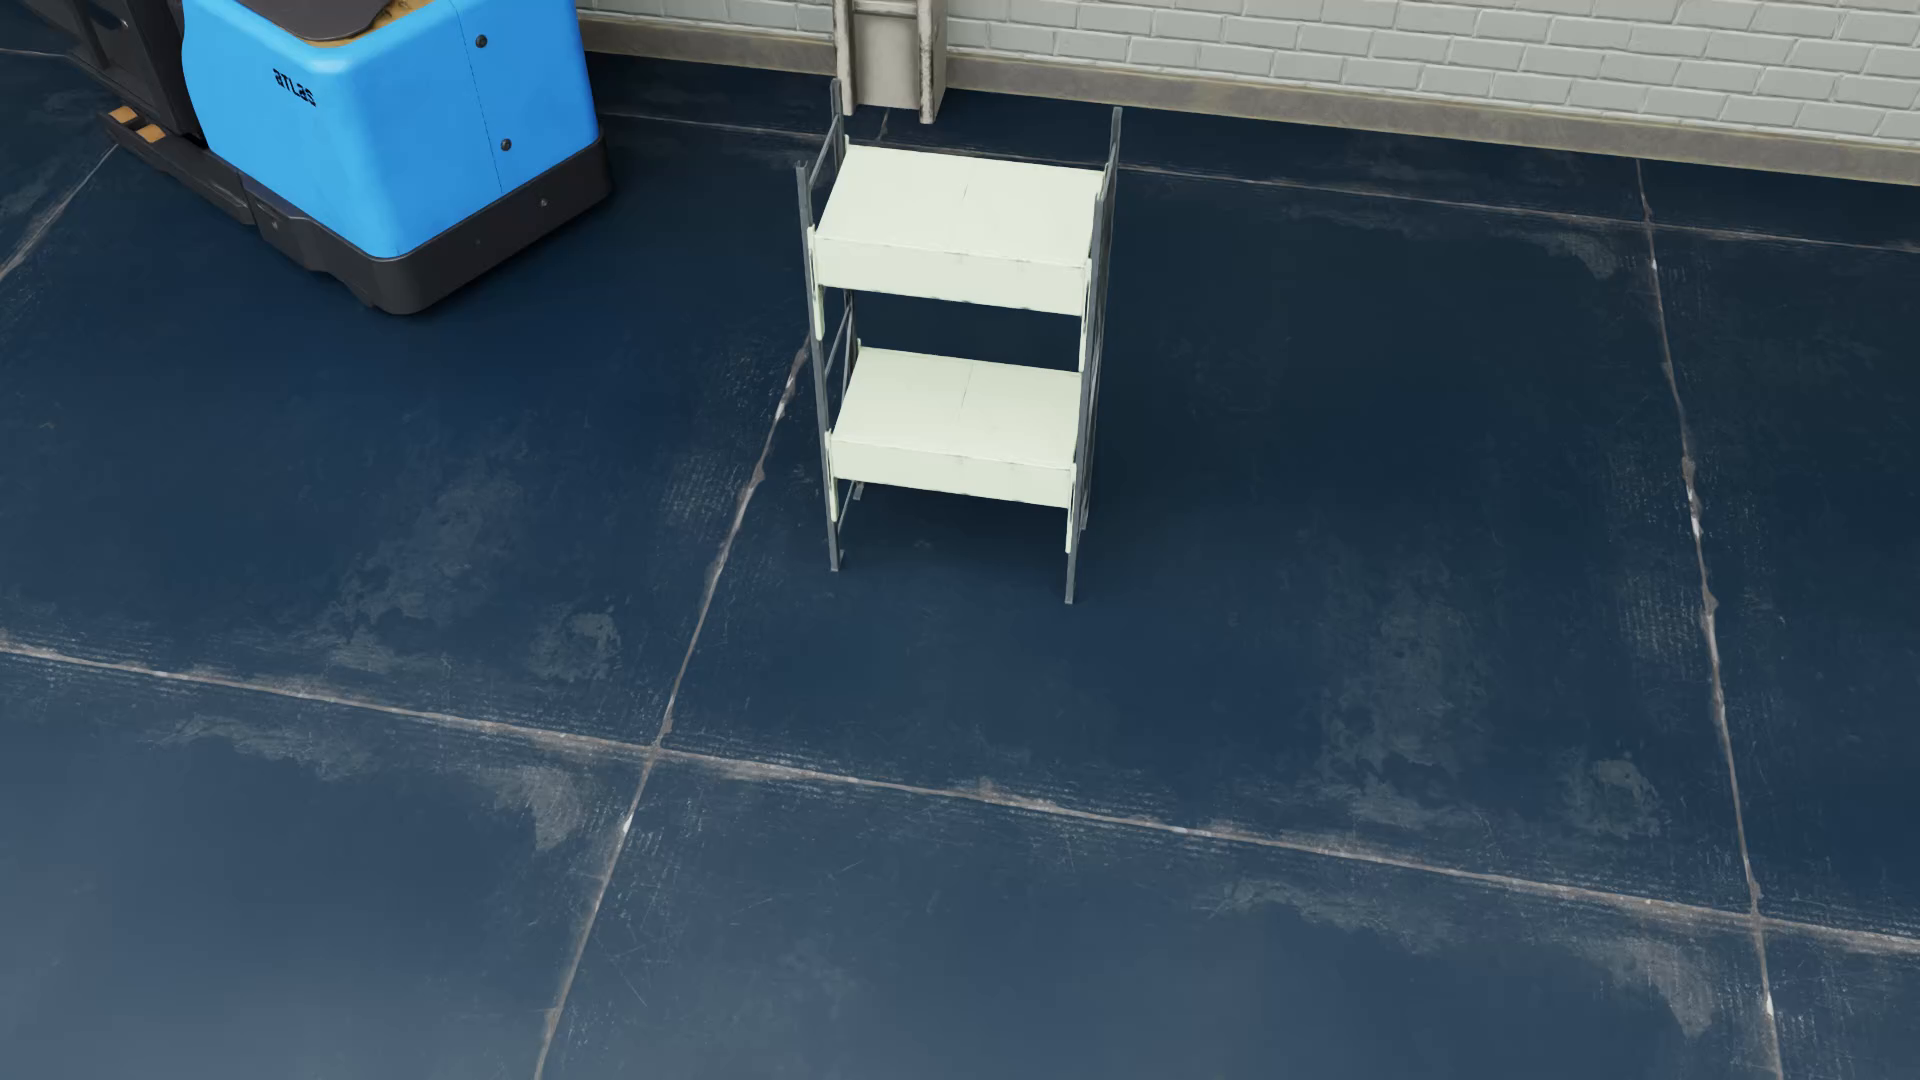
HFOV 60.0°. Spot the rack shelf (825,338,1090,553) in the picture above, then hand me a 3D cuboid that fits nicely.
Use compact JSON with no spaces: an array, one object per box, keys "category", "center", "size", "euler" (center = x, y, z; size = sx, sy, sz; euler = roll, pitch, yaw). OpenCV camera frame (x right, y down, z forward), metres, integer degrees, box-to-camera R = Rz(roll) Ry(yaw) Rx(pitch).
[{"category":"rack shelf","center":[0.007,-0.283,4.934],"size":[0.720,0.370,0.431],"euler":[8,49,7]}]

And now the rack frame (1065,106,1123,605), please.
[{"category":"rack frame","center":[0.367,-0.452,4.648],"size":[0.023,1.500,0.400],"euler":[8,49,7]}]

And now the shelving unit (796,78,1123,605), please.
[{"category":"shelving unit","center":[0.007,-0.500,4.691],"size":[0.755,1.500,0.431],"euler":[8,49,7]}]

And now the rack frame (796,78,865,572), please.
[{"category":"rack frame","center":[-0.354,-0.549,4.735],"size":[0.023,1.500,0.400],"euler":[8,49,7]}]

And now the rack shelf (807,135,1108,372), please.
[{"category":"rack shelf","center":[0.007,-0.761,4.401],"size":[0.720,0.370,0.431],"euler":[8,49,7]}]

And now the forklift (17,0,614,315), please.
[{"category":"forklift","center":[-2.780,-2.717,5.721],"size":[3.031,2.935,1.130],"euler":[32,55,25]}]

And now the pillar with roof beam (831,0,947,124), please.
[{"category":"pillar with roof beam","center":[-1.042,-1.689,0.718],"size":[0.400,9.000,9.100],"euler":[8,49,7]}]
